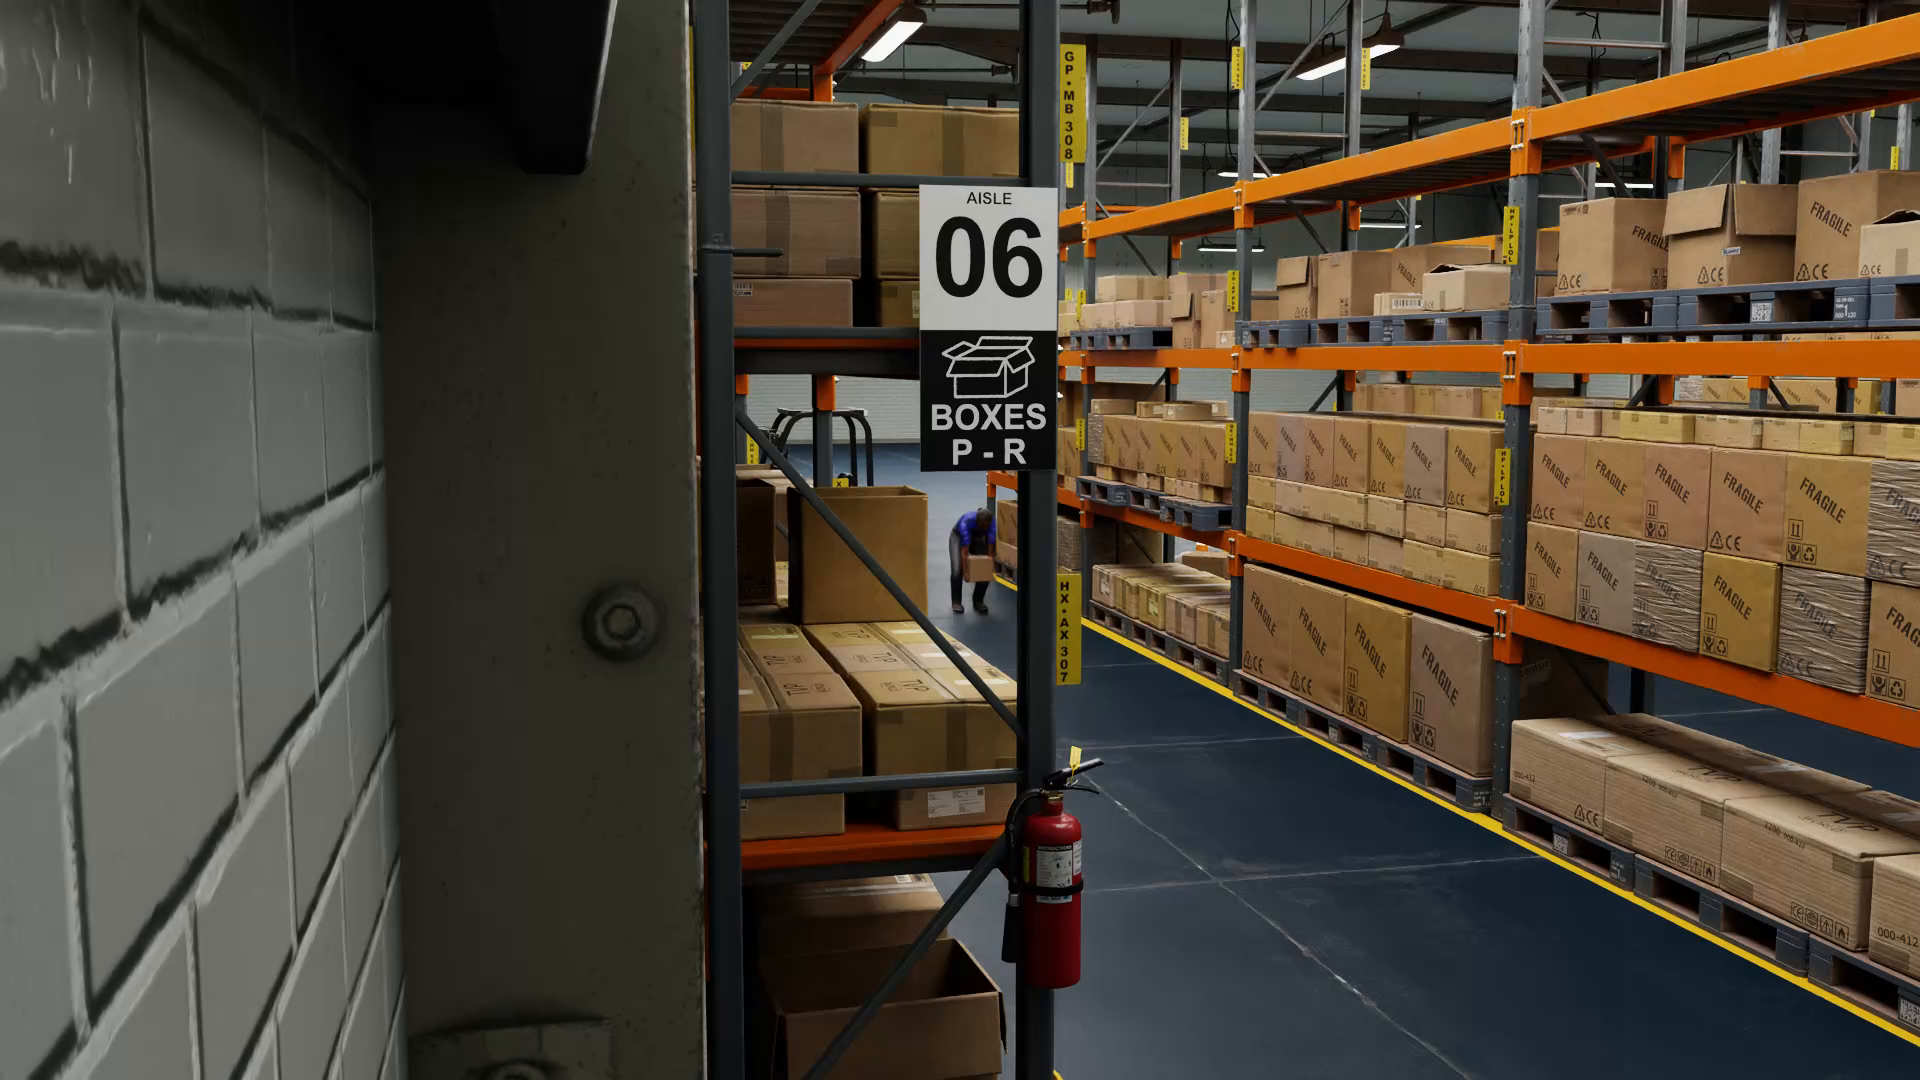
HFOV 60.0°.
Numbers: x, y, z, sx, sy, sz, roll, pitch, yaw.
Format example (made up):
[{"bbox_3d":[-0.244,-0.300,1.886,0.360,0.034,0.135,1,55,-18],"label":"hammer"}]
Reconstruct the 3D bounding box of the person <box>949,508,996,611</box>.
[{"bbox_3d":[0.150,0.209,17.886,0.444,1.153,0.840,-2,7,-17],"label":"person"}]
